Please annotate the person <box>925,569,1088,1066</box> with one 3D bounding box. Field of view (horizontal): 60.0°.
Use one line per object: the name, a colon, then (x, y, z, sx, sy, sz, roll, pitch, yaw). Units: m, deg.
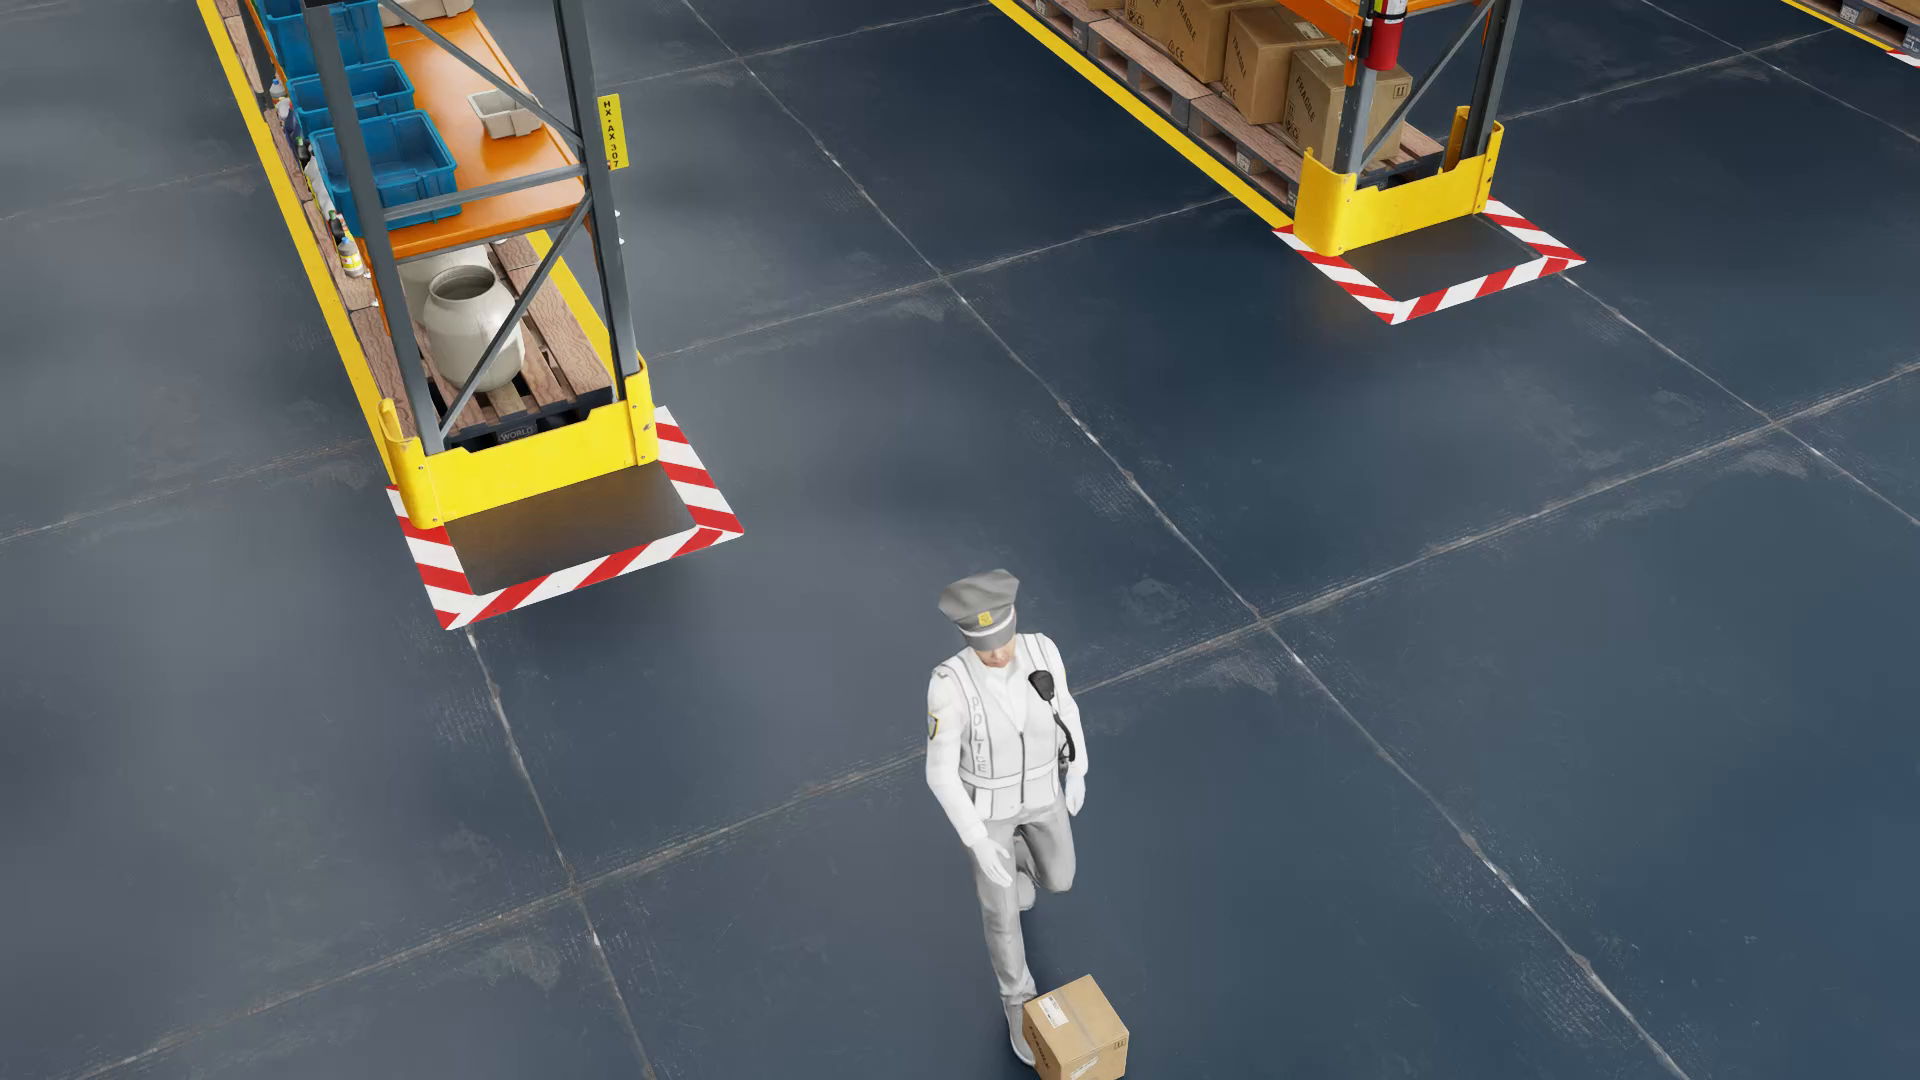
person: (0.181, 0.857, 5.189, 0.554, 1.622, 0.793, -15, 44, -17)
